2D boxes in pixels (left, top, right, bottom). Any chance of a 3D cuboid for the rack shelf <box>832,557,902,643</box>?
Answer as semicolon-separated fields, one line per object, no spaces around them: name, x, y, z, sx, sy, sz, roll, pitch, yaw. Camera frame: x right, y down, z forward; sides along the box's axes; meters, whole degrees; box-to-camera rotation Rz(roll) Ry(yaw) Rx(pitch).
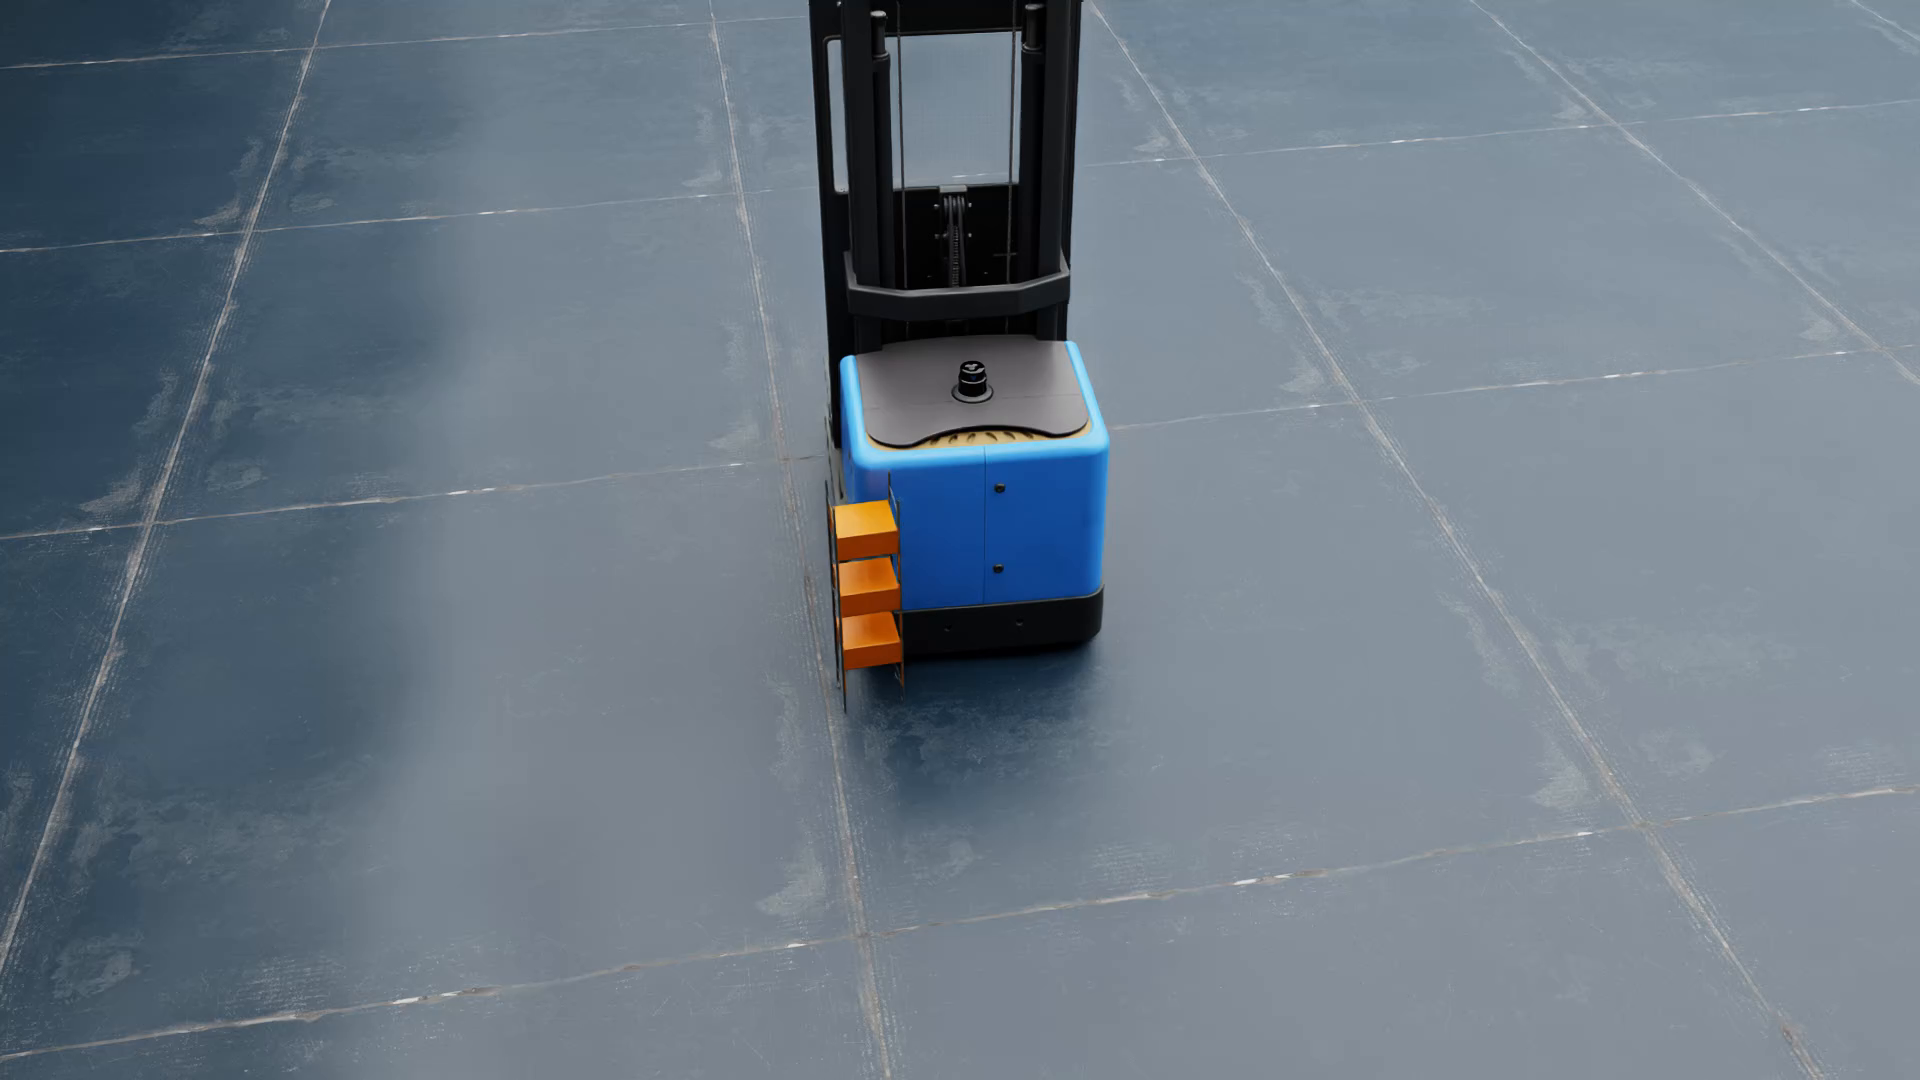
rack shelf;-0.372;0.230;6.615;0.240;0.259;0.215;-8;39;-10

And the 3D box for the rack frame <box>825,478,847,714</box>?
rack frame;-0.491;0.238;6.587;0.008;1.050;0.200;-8;39;-10

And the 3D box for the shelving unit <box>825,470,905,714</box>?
shelving unit;-0.372;0.222;6.608;0.252;1.050;0.215;-8;39;-10

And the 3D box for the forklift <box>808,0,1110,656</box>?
forklift;-0.090;-1.560;7.369;1.130;2.935;3.031;-4;38;-6

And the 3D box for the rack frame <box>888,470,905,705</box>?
rack frame;-0.253;0.206;6.630;0.008;1.050;0.200;-8;39;-10

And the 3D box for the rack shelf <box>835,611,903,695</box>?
rack shelf;-0.372;0.450;6.785;0.240;0.259;0.215;-8;39;-10

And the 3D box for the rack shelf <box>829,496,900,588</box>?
rack shelf;-0.372;0.006;6.441;0.240;0.259;0.215;-8;39;-10
